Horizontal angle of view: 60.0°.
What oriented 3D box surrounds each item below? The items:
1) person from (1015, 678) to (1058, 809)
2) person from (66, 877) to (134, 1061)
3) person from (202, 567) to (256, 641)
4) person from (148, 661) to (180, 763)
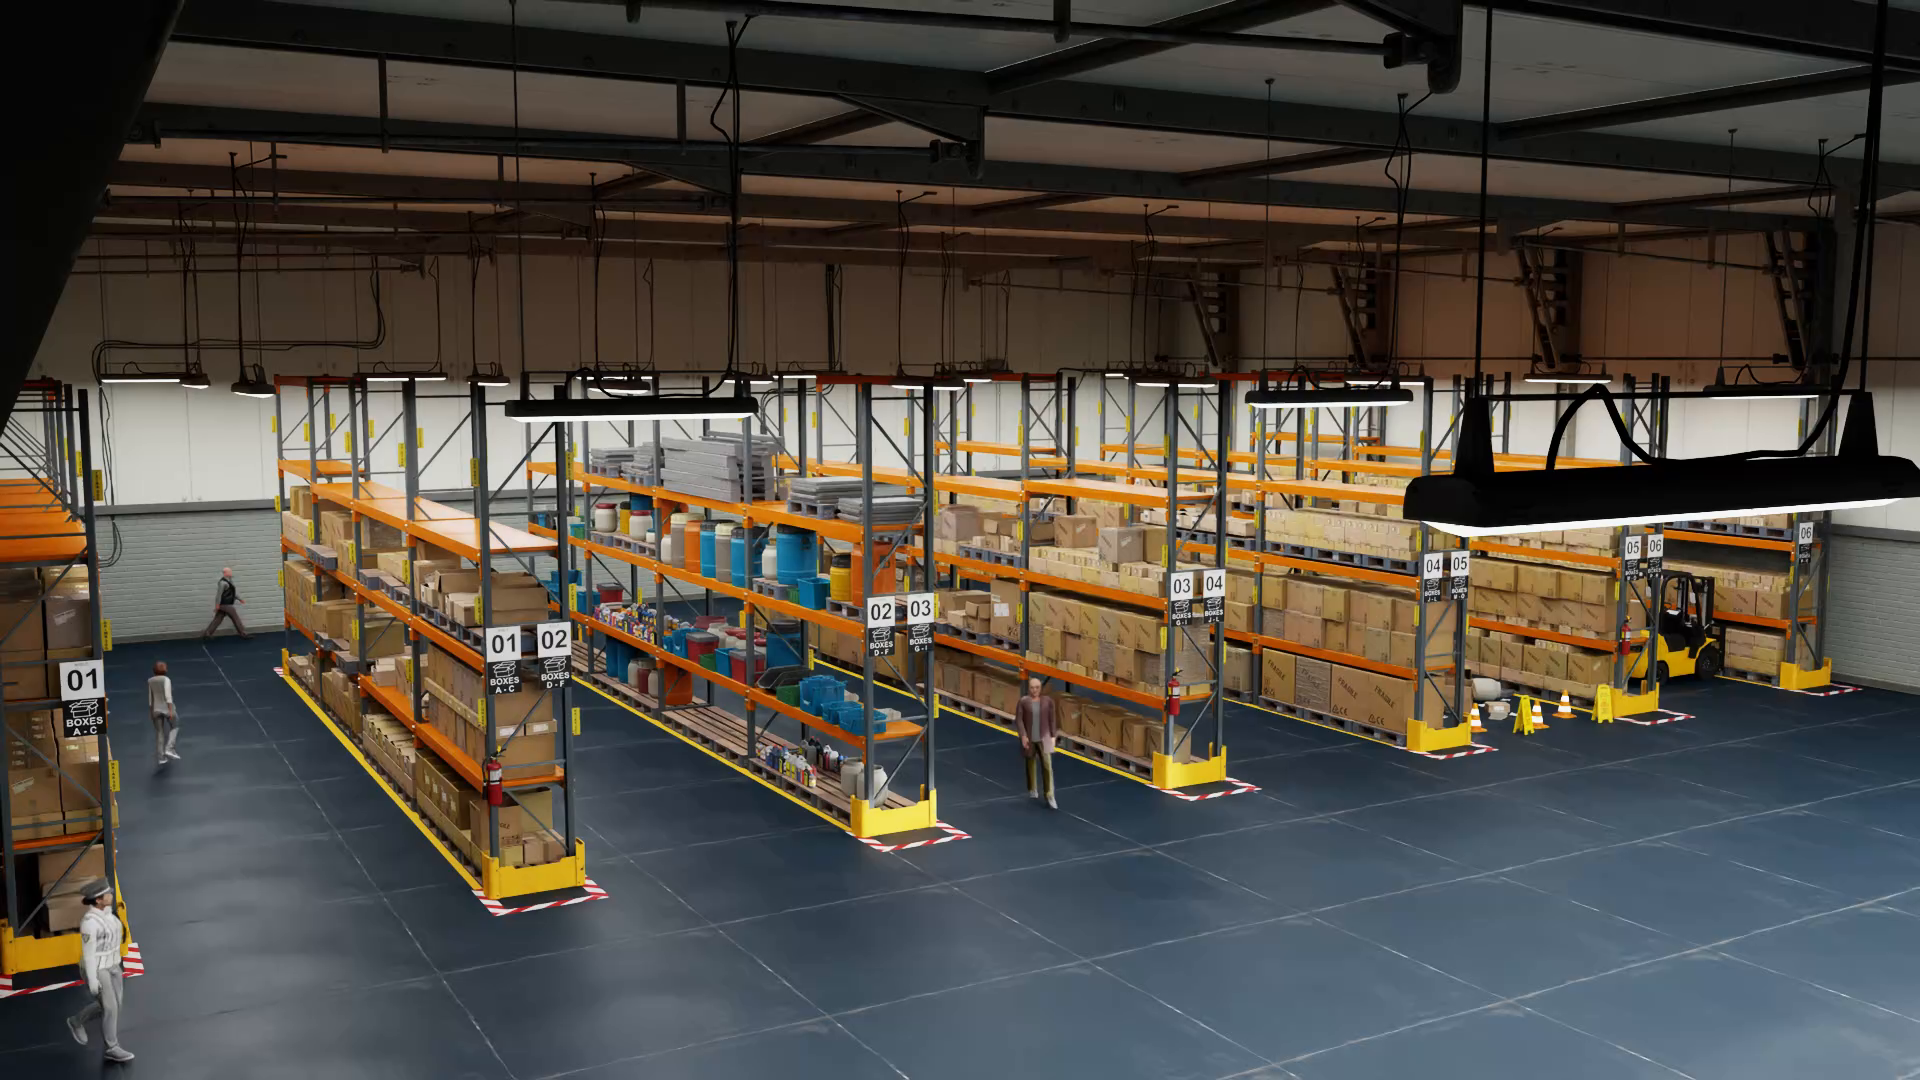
[{"bbox_3d":[1.090,2.857,23.692,0.623,1.769,0.833,1,6,5],"label":"person"},{"bbox_3d":[-7.804,3.850,14.995,0.718,1.662,0.487,1,6,8],"label":"person"},{"bbox_3d":[-16.345,1.430,37.132,1.111,1.655,0.501,-3,7,-26],"label":"person"},{"bbox_3d":[-12.462,2.689,25.967,0.433,1.577,0.466,-1,6,-9],"label":"person"}]
